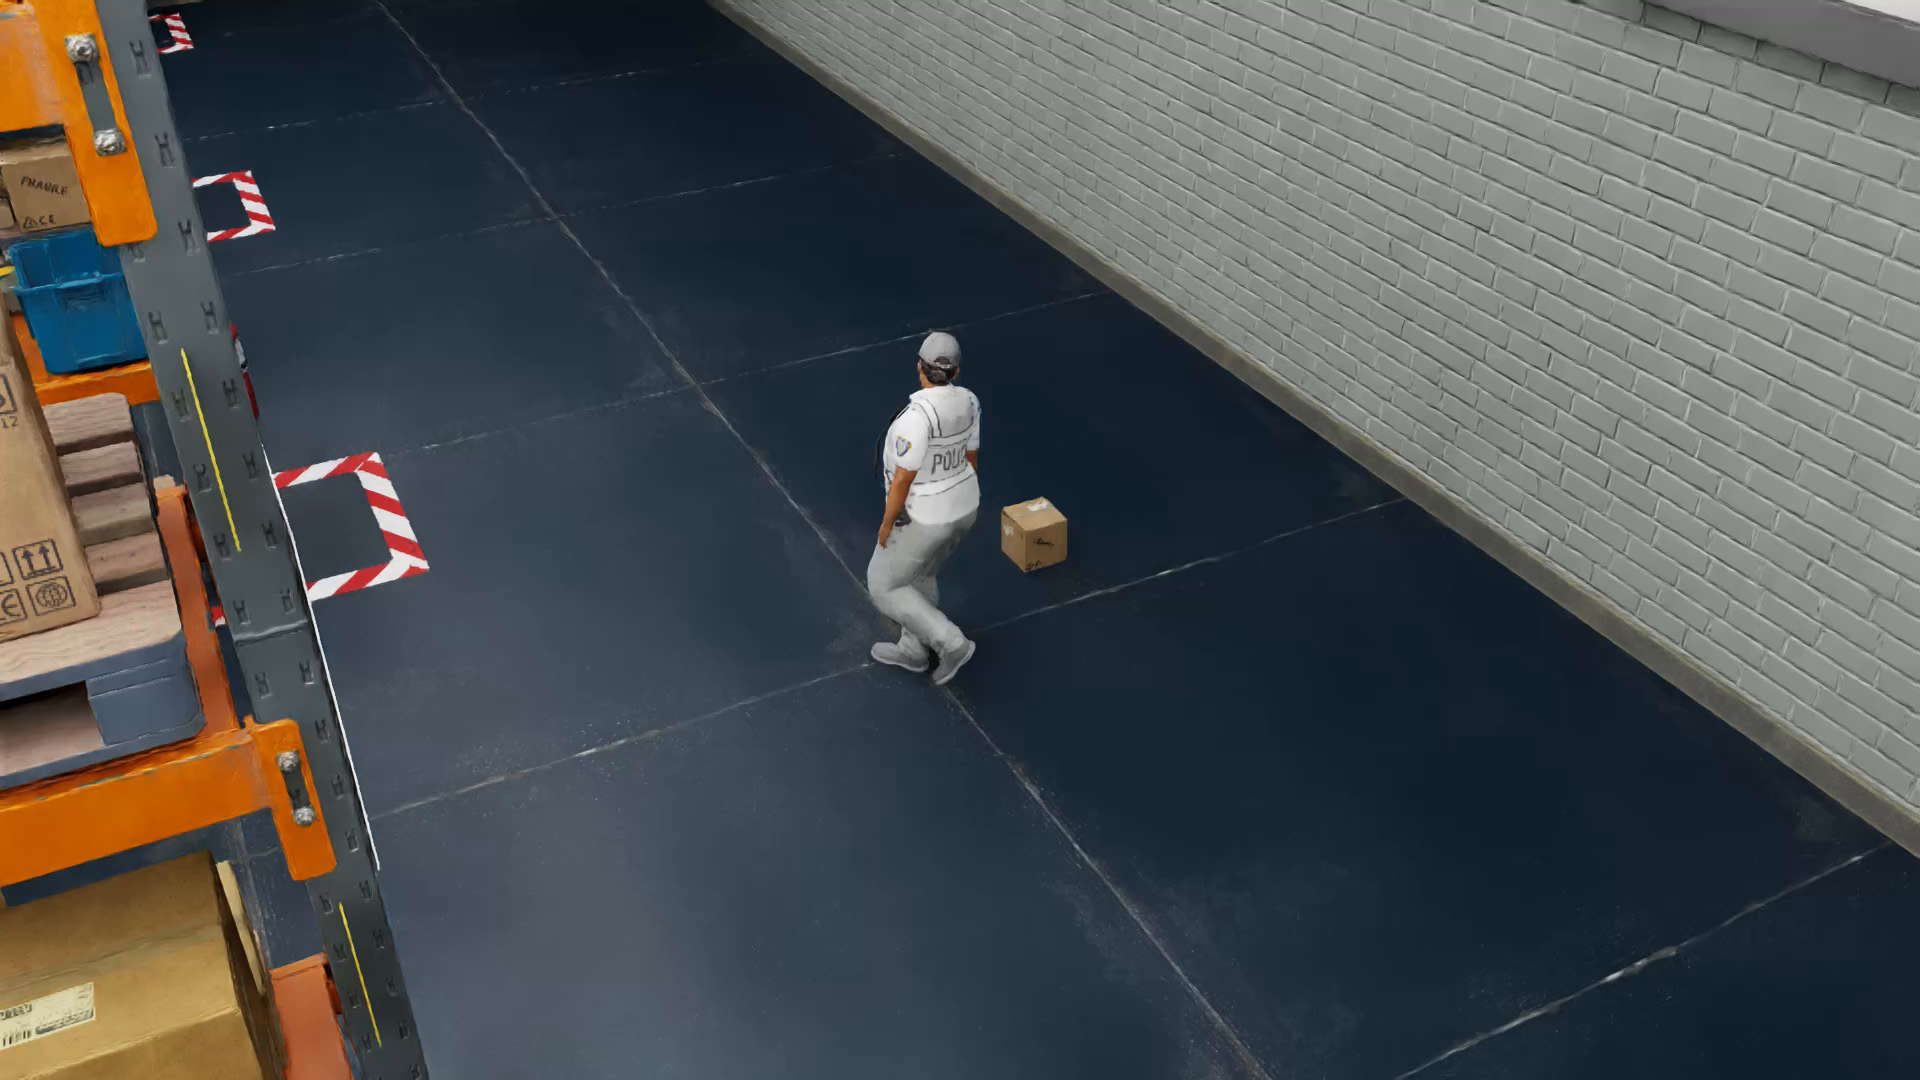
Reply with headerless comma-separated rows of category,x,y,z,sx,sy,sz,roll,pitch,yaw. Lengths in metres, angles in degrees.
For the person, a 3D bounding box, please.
person,-0.105,-0.103,7.318,0.614,1.632,0.555,21,38,28
